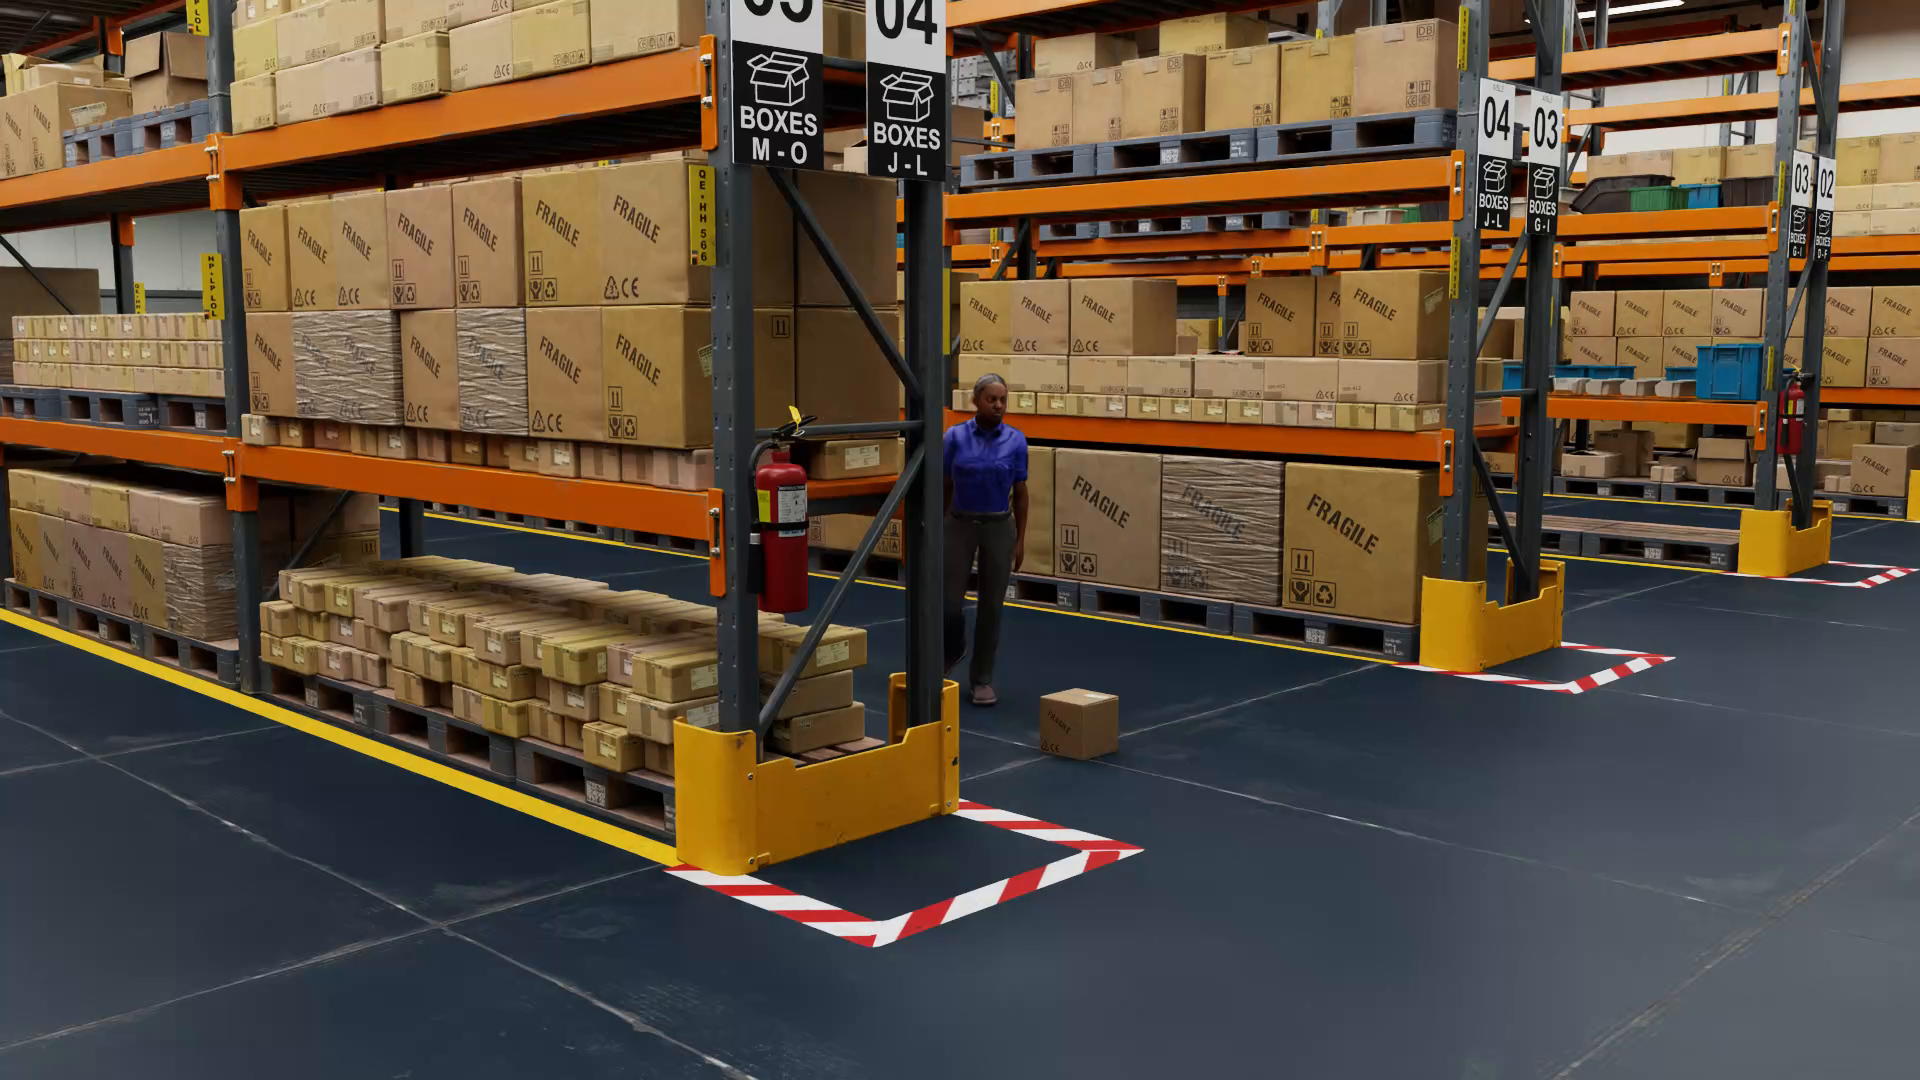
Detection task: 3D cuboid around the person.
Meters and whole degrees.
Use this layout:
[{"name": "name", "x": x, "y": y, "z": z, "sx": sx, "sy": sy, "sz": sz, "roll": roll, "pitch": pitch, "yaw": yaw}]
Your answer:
[{"name": "person", "x": 0.093, "y": -0.009, "z": 8.252, "sx": 0.519, "sy": 1.651, "sz": 0.452, "roll": -1, "pitch": 7, "yaw": -4}]
